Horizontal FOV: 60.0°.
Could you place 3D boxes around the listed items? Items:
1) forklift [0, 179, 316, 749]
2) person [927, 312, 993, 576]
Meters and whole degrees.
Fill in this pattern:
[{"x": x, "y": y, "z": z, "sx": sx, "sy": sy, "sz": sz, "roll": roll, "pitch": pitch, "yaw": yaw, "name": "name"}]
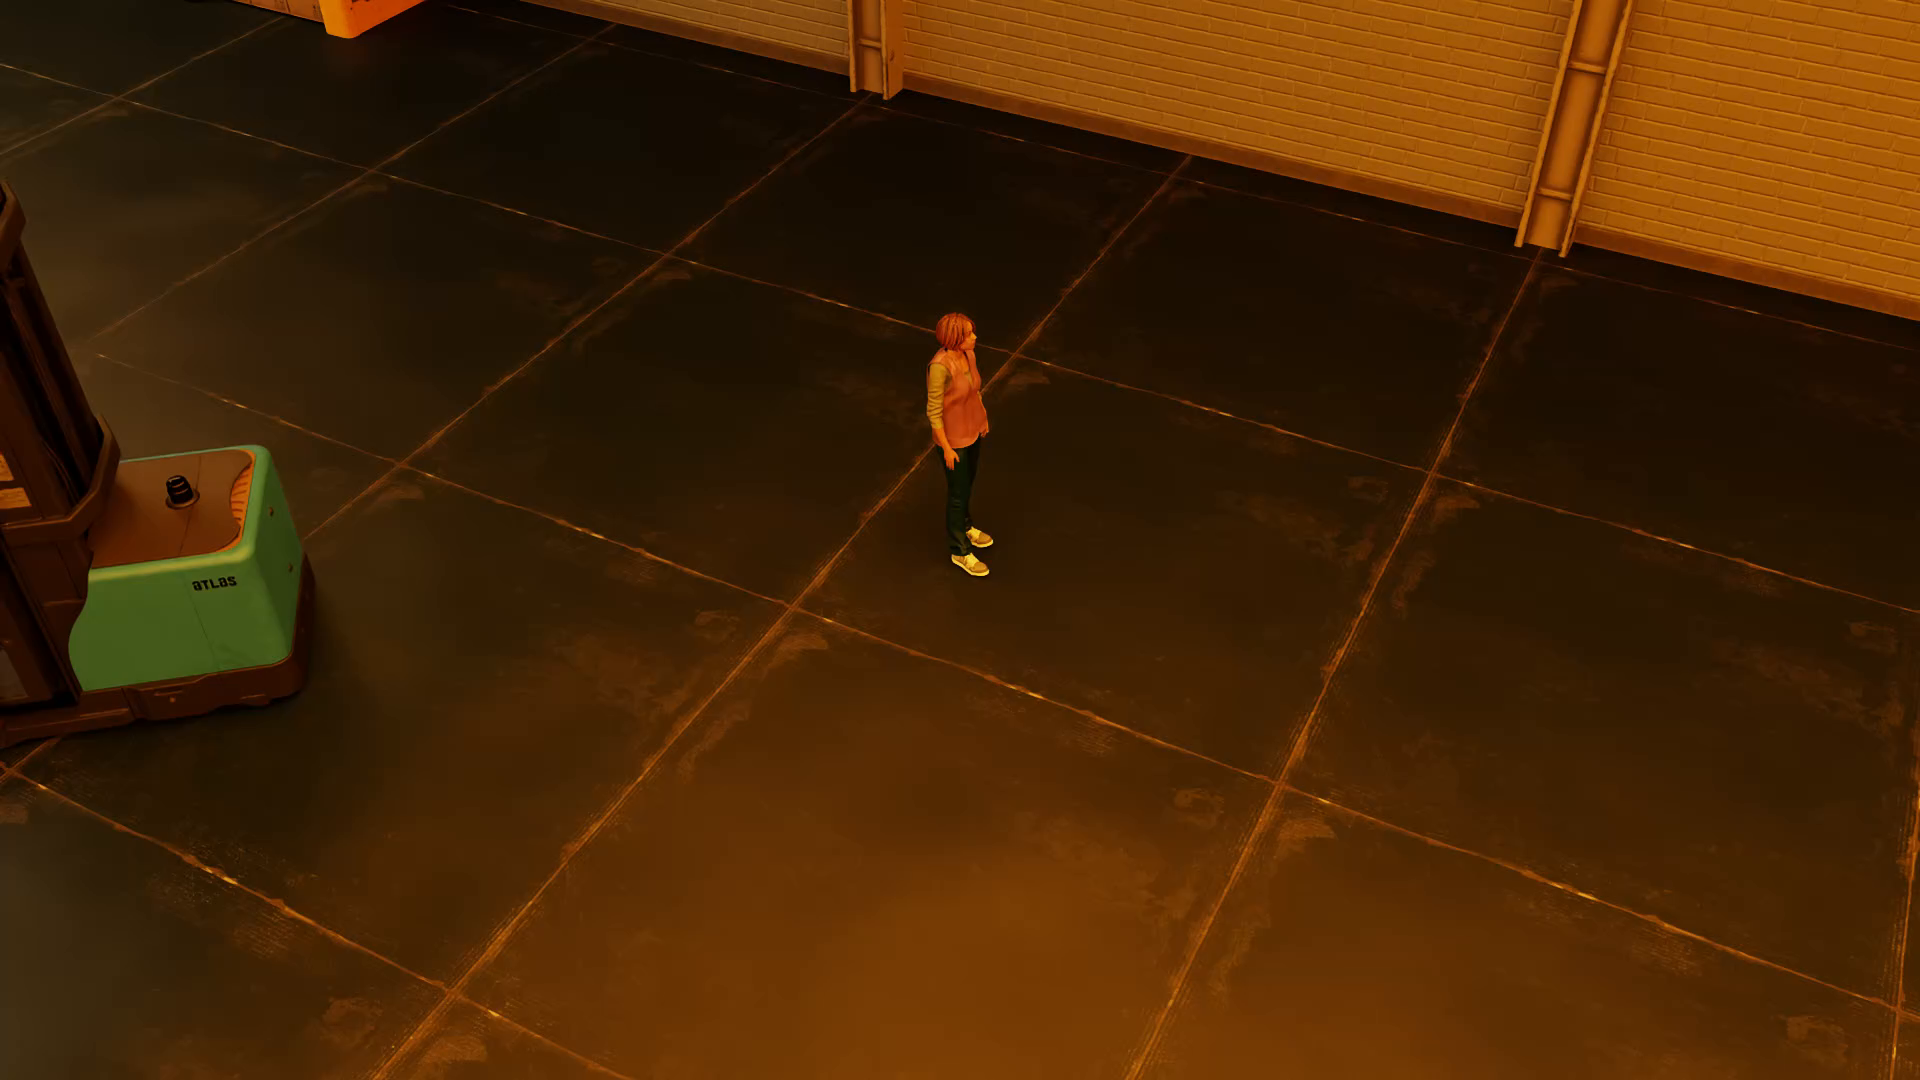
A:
[{"x": -5.204, "y": -0.336, "z": 8.386, "sx": 3.031, "sy": 2.935, "sz": 1.130, "roll": -8, "pitch": 41, "yaw": -10, "name": "forklift"}, {"x": 0.059, "y": -0.587, "z": 9.707, "sx": 0.476, "sy": 1.597, "sz": 0.520, "roll": 18, "pitch": 43, "yaw": 21, "name": "person"}]
